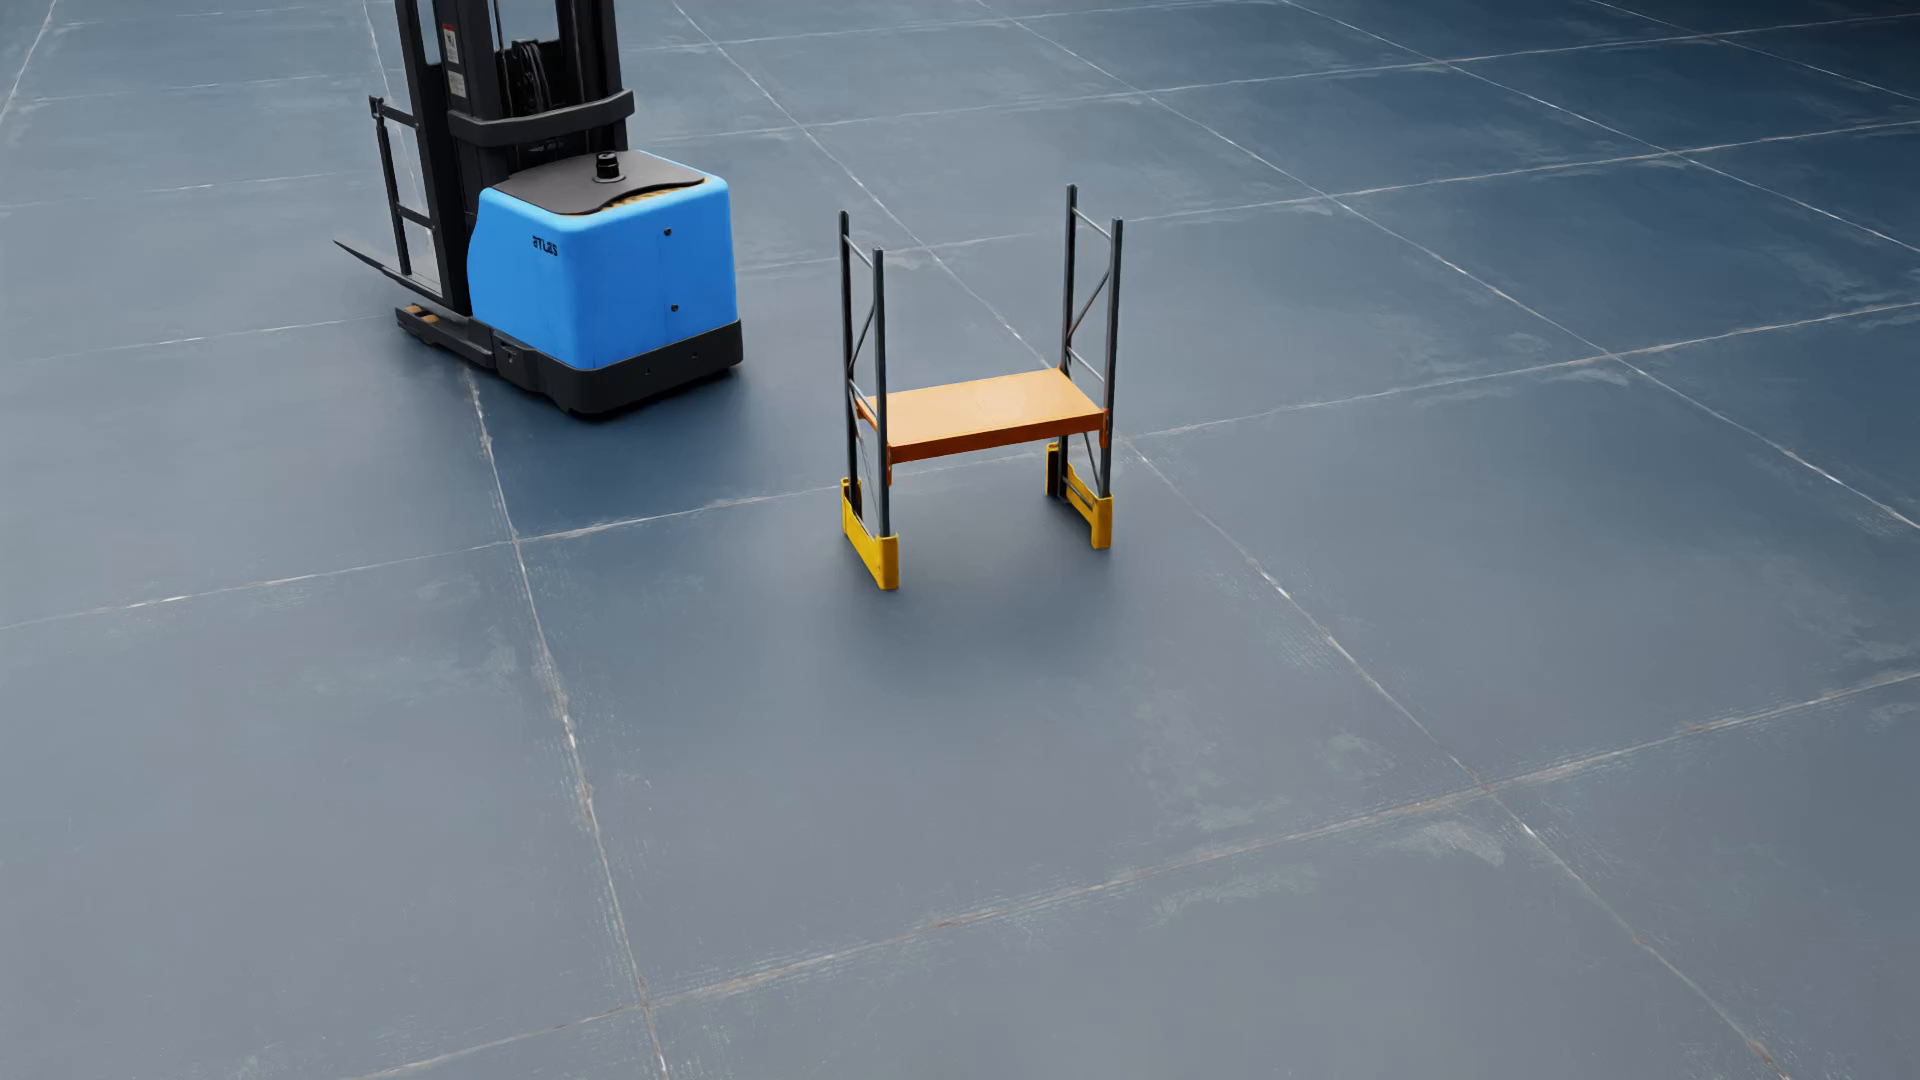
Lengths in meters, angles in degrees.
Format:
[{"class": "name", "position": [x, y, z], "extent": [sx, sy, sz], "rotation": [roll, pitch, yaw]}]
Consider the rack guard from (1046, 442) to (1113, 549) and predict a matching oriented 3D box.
[{"class": "rack guard", "position": [0.538, -0.208, 7.571], "extent": [0.087, 0.250, 0.587], "rotation": [-10, 31, -18]}]

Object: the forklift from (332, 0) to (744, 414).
[{"class": "forklift", "position": [-2.577, -2.539, 8.955], "extent": [3.031, 2.935, 1.130], "rotation": [26, 39, 38]}]

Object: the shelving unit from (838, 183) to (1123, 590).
[{"class": "shelving unit", "position": [0.071, -0.665, 7.110], "extent": [1.083, 1.500, 0.587], "rotation": [-10, 31, -18]}]

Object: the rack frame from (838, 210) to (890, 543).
[{"class": "rack frame", "position": [-0.396, -0.579, 6.959], "extent": [0.032, 1.500, 0.500], "rotation": [-10, 31, -18]}]

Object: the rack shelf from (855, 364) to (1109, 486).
[{"class": "rack shelf", "position": [0.080, -0.510, 7.202], "extent": [1.000, 0.185, 0.538], "rotation": [-10, 31, -18]}]

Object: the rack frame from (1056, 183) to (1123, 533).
[{"class": "rack frame", "position": [0.556, -0.754, 7.267], "extent": [0.032, 1.500, 0.500], "rotation": [-10, 31, -18]}]

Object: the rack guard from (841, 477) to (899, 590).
[{"class": "rack guard", "position": [-0.395, -0.036, 7.269], "extent": [0.087, 0.250, 0.587], "rotation": [-10, 31, -18]}]
